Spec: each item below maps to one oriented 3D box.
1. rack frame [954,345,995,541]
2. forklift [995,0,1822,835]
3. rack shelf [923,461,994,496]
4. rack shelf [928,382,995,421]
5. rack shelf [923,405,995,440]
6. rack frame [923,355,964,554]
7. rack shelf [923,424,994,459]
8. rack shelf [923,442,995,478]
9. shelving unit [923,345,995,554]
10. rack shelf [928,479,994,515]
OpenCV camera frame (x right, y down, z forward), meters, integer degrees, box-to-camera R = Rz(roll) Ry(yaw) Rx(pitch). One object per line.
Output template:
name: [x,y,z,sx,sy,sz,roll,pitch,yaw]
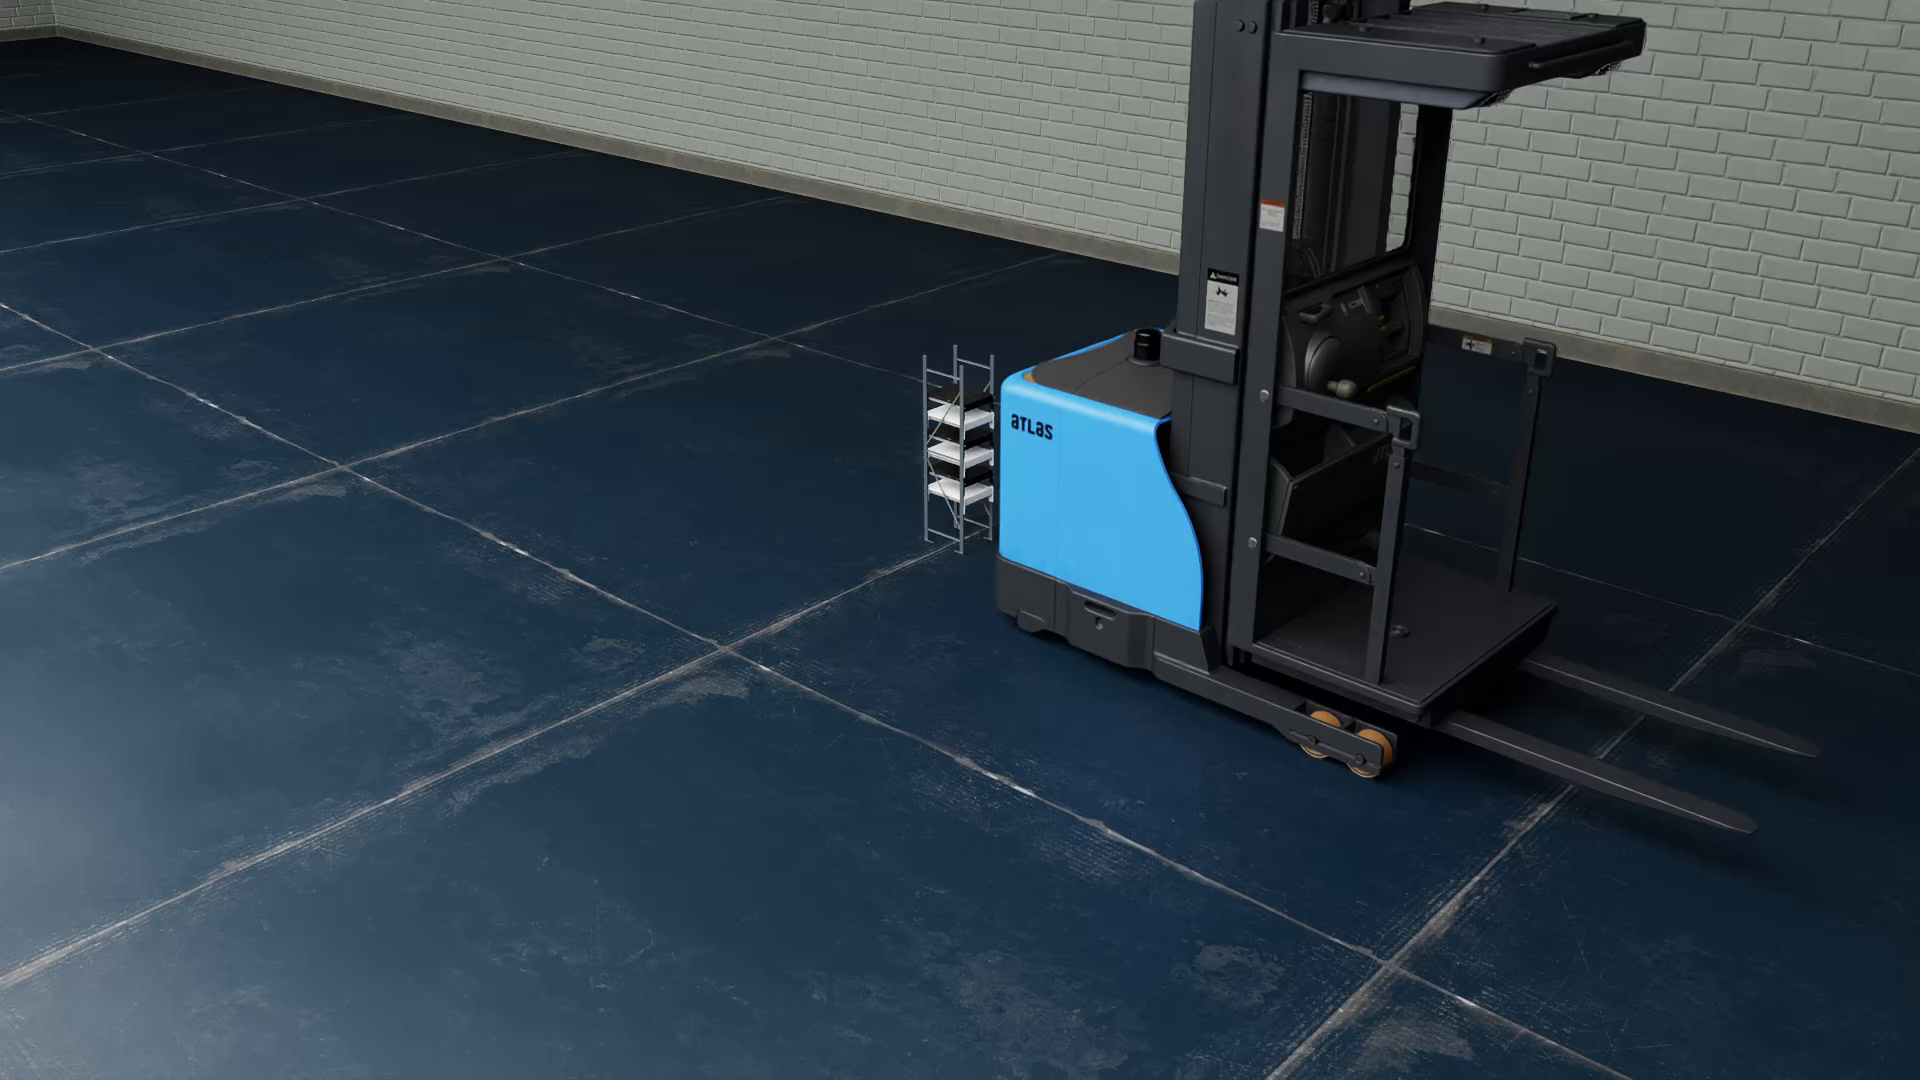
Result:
rack frame: [0.062,-0.439,7.629,0.240,0.900,0.006,20,31,38]
forklift: [1.573,-0.740,5.817,3.031,2.935,1.130,21,31,38]
rack shelf: [-0.005,-0.296,7.611,0.258,0.077,0.200,20,31,38]
rack shelf: [-0.005,-0.624,7.464,0.258,0.077,0.200,20,31,38]
rack shelf: [-0.005,-0.542,7.500,0.258,0.077,0.200,20,31,38]
rack frame: [-0.073,-0.377,7.491,0.240,0.900,0.006,20,31,38]
rack shelf: [-0.005,-0.460,7.537,0.258,0.077,0.200,20,31,38]
rack shelf: [-0.005,-0.378,7.574,0.258,0.077,0.200,20,31,38]
shelving unit: [-0.005,-0.408,7.560,0.258,0.900,0.210,20,31,38]
rack shelf: [-0.005,-0.213,7.648,0.258,0.077,0.200,20,31,38]
